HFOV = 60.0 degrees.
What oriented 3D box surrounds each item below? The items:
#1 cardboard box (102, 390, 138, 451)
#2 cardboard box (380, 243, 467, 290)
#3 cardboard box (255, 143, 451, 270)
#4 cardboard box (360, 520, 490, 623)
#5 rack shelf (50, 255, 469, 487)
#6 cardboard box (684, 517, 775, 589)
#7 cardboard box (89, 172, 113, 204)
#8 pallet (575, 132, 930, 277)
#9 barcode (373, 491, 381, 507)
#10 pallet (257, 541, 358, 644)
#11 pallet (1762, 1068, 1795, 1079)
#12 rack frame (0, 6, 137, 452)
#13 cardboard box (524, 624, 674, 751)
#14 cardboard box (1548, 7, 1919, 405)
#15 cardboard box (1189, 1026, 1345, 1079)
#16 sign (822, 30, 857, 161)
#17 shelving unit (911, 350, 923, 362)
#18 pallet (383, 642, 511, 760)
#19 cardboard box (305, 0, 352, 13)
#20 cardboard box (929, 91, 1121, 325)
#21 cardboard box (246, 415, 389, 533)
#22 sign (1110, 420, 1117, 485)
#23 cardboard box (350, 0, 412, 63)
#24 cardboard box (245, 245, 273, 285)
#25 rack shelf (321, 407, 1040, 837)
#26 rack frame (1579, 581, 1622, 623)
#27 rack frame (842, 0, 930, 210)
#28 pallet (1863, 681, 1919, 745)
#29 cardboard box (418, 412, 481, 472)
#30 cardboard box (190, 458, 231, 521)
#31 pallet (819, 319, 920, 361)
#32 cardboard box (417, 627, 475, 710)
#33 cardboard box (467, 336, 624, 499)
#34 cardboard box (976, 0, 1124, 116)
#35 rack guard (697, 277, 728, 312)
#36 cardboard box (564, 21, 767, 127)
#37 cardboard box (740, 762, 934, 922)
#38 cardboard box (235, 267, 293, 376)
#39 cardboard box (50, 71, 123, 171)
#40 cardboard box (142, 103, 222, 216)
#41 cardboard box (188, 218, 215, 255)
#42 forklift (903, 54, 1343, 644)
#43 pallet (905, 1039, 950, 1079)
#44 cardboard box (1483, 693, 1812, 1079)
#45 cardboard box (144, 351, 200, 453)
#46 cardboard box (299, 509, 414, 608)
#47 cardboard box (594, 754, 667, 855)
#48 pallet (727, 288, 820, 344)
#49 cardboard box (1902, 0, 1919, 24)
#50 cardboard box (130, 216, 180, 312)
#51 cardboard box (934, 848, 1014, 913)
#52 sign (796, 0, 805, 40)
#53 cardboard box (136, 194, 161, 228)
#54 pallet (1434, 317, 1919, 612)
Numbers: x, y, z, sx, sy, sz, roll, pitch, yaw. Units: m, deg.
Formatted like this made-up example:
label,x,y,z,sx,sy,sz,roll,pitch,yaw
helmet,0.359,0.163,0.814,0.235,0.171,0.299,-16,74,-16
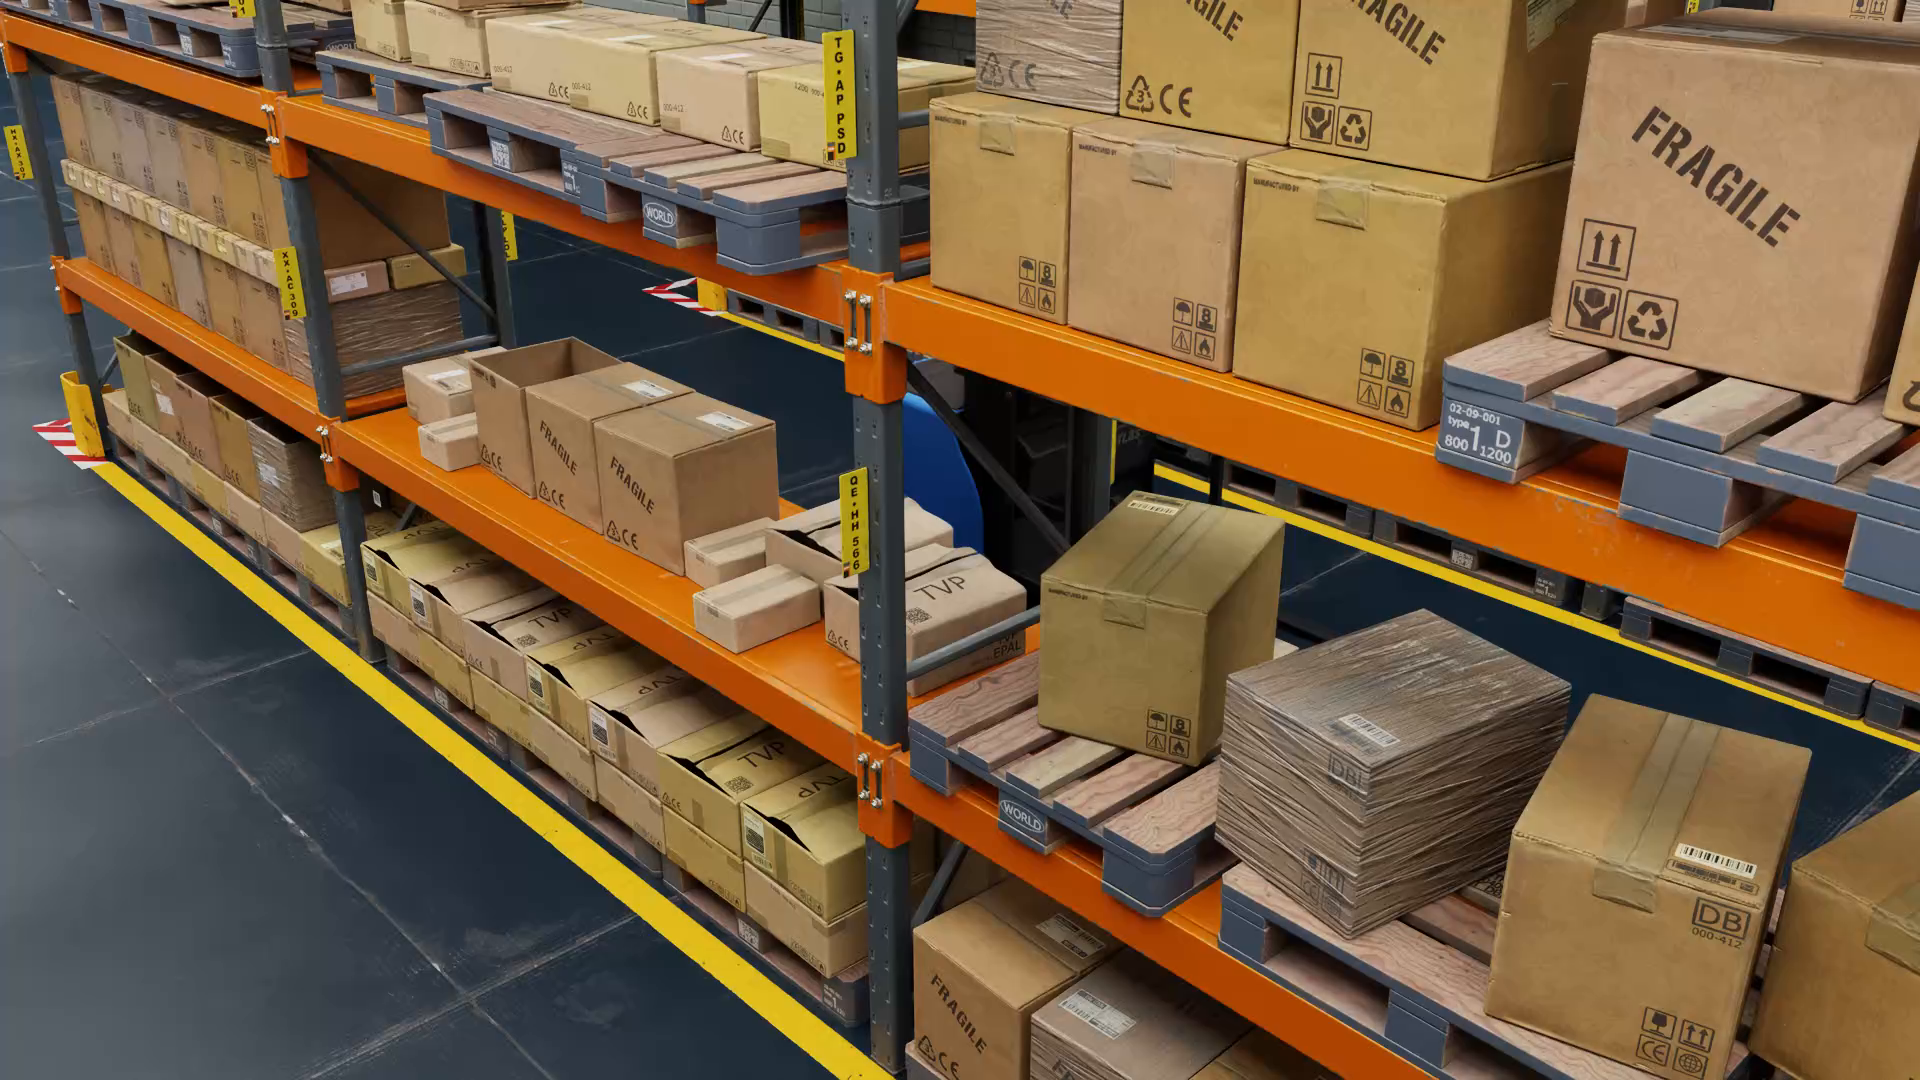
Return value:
label,x,y,z,sx,sy,sz,roll,pitch,yaw
cardboard box,-5.168,-0.818,10.736,0.500,0.250,0.500,-21,32,-38
cardboard box,-2.680,-1.369,8.235,0.380,0.149,0.250,-21,32,-39
cardboard box,-2.946,-1.660,8.092,0.700,0.500,0.500,-21,32,-38
cardboard box,-2.537,0.109,8.029,0.500,0.311,0.500,-21,32,-38
rack shelf,-4.005,-1.171,9.569,1.077,0.370,4.000,-21,32,-38
cardboard box,-0.817,0.064,6.299,0.380,0.149,0.250,-18,30,-35
cardboard box,-4.909,-2.109,9.857,0.380,0.149,0.250,-21,32,-38
pallet,-0.433,-1.139,5.246,1.213,0.211,1.003,-19,31,-36
barcode,-2.767,-0.196,7.891,0.001,0.075,0.075,-21,32,-38
pallet,-3.151,0.124,9.224,1.003,0.211,1.213,-21,32,-38
pallet,2.364,1.346,3.416,1.003,0.211,1.213,-21,32,-38
rack frame,-5.372,-2.104,10.747,1.000,3.000,0.127,-21,32,-38
cardboard box,-1.485,0.574,7.009,0.500,0.311,0.500,-20,31,-37
cardboard box,1.626,-0.692,3.291,0.600,0.600,0.600,22,33,40
cardboard box,0.900,1.786,4.702,0.500,0.500,0.500,-22,32,-39
sign,-0.315,-1.161,4.349,0.100,0.325,0.005,-21,32,-38
shelving unit,-0.247,-0.660,9.752,0.258,1.200,0.189,-21,32,-38
pallet,-2.106,0.589,8.205,1.003,0.211,1.213,-21,32,-38
cardboard box,-2.790,-2.784,7.830,0.500,0.500,0.500,-18,30,-34
cardboard box,0.419,-0.968,4.522,0.910,0.500,0.500,-21,32,-38
cardboard box,-3.448,-0.406,8.930,0.500,0.500,0.500,-21,32,-38
sign,0.486,-0.328,5.554,0.100,0.325,0.005,-21,32,-38
cardboard box,-2.224,-2.190,6.997,0.500,0.250,0.500,-17,30,-33
cardboard box,-3.328,-1.408,8.321,0.380,0.149,0.250,-22,33,-40
rack shelf,-1.271,0.041,6.912,1.077,0.370,4.000,-21,32,-38
rack frame,3.710,-1.086,8.517,1.000,3.000,0.127,-21,32,-38
rack frame,0.096,-2.409,4.189,1.000,3.000,0.127,-21,32,-38
pallet,5.023,0.812,7.716,1.003,0.211,1.213,-21,32,-38
cardboard box,-2.181,-0.451,7.428,0.380,0.149,0.250,-21,32,-38
cardboard box,-4.144,-0.363,9.739,0.500,0.250,0.500,-21,32,-38
pallet,-0.347,-1.593,12.987,1.003,0.211,1.213,-21,32,-38
cardboard box,-2.195,0.516,7.812,0.500,0.250,0.500,-20,31,-37
cardboard box,-1.765,-0.540,7.200,0.500,0.500,0.500,-19,30,-35
cardboard box,0.390,-1.411,4.290,0.500,0.500,0.500,-21,32,-38
rack guard,-1.706,-2.350,14.299,1.175,0.500,0.348,-21,32,-38
cardboard box,-1.009,-1.619,5.746,0.500,0.250,0.500,-22,32,-39
cardboard box,-0.442,1.036,5.996,0.500,0.311,0.500,-20,31,-37
cardboard box,-3.311,-1.228,8.707,0.700,0.500,0.500,-22,32,-39
cardboard box,-5.026,-2.578,10.104,0.700,0.500,0.500,-21,32,-38
cardboard box,-3.975,-2.116,9.092,0.700,0.500,0.500,-21,32,-38
cardboard box,-3.847,-1.639,8.827,0.380,0.149,0.250,-20,31,-37
forklift,0.798,-0.937,8.272,1.130,2.935,3.031,-21,32,-38
pallet,0.579,1.826,5.494,1.003,0.211,1.213,-21,32,-38
cardboard box,1.578,0.778,3.805,0.500,0.500,0.700,15,28,29
cardboard box,-4.473,-0.861,9.926,0.500,0.500,0.500,-21,32,-38
cardboard box,-3.114,0.090,8.747,0.500,0.250,0.500,-21,32,-38
cardboard box,-1.138,0.981,6.792,0.500,0.250,0.500,-20,31,-37
pallet,-1.177,-1.962,13.797,1.003,0.211,1.213,-21,32,-38
cardboard box,4.483,-2.421,7.177,0.500,0.500,0.700,22,32,39
cardboard box,-4.364,-1.694,9.730,0.700,0.500,0.500,-21,32,-38
cardboard box,-0.047,1.138,6.449,0.500,0.250,0.500,-21,32,-39
sign,-1.339,-4.332,13.856,0.100,0.325,0.005,-21,32,-38
cardboard box,-4.379,-1.875,9.343,0.380,0.149,0.250,-22,32,-39
pallet,1.725,-0.278,3.358,1.213,0.211,1.003,-21,32,-38
